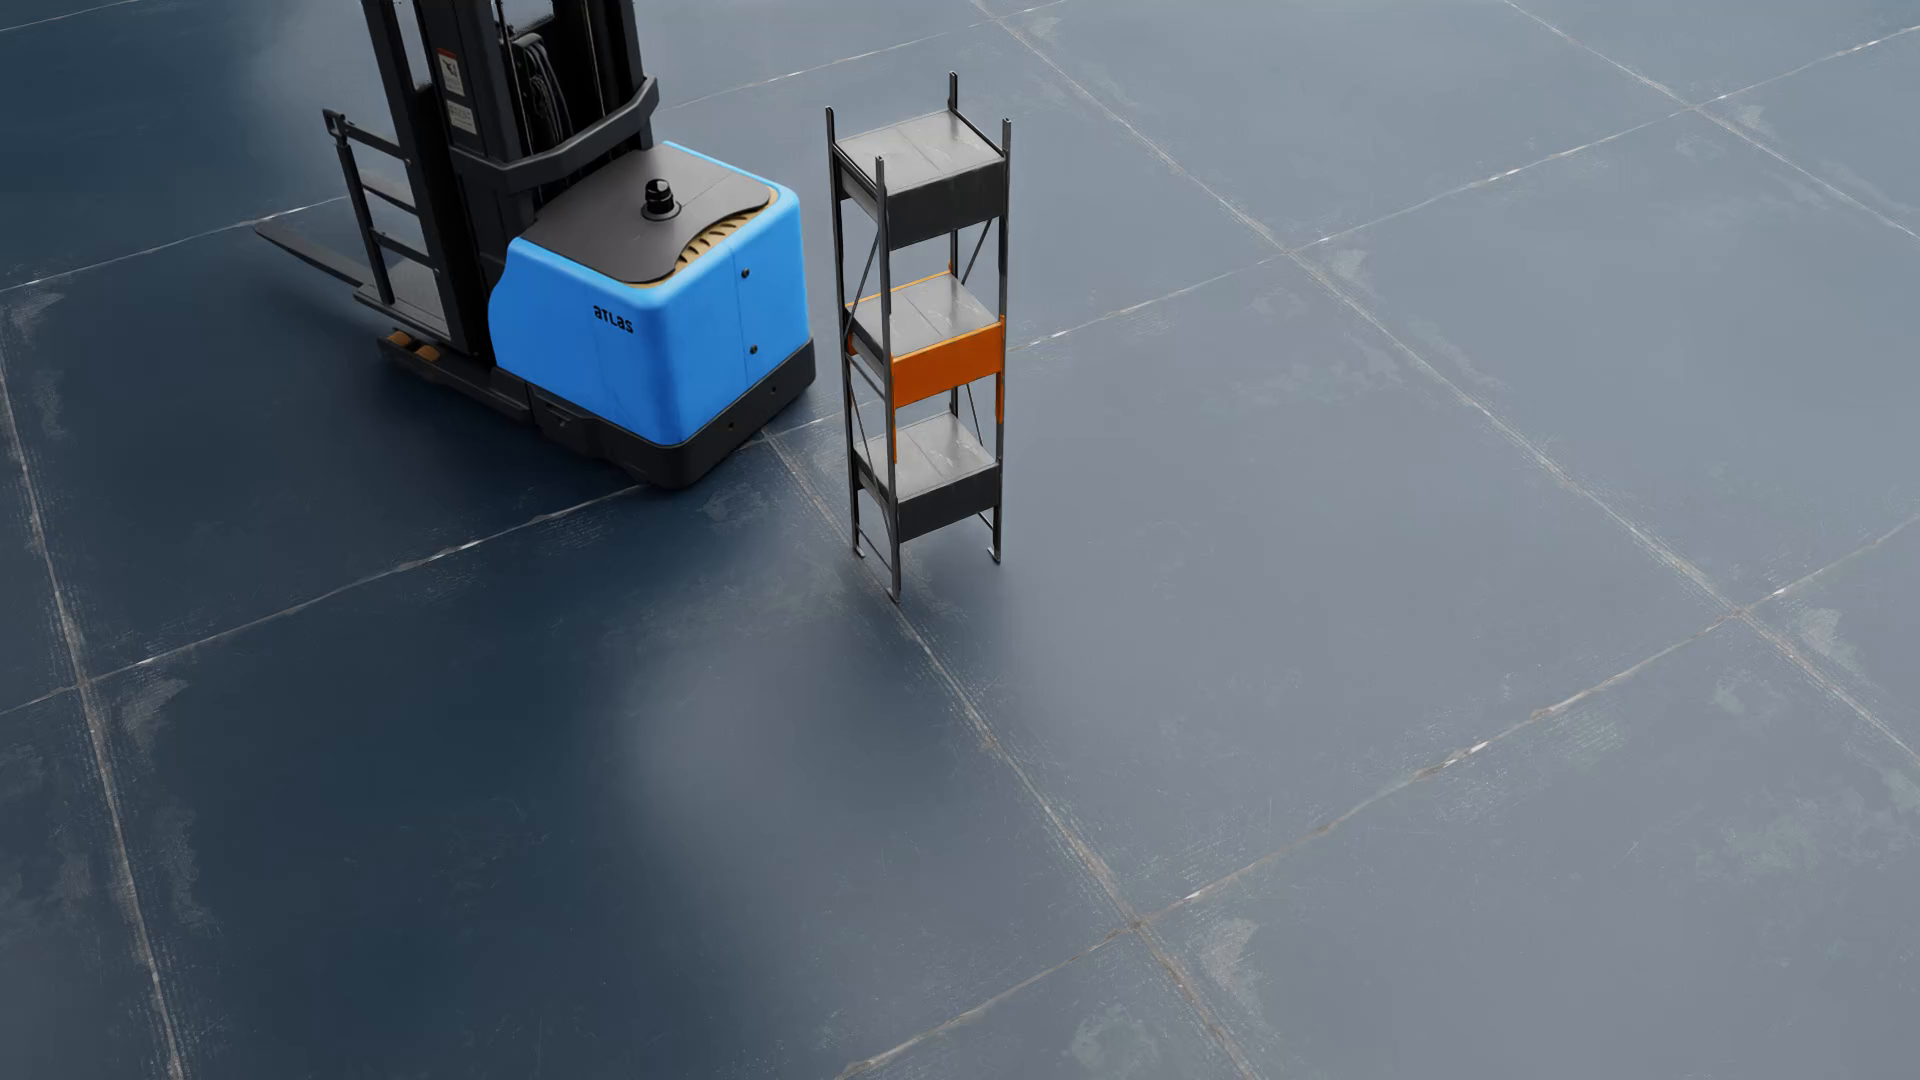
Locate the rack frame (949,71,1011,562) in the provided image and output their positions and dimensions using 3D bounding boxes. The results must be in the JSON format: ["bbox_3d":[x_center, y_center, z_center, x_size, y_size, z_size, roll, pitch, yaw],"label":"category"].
[{"bbox_3d":[0.068,-0.781,6.476,0.015,2.100,0.400,-22,48,-21],"label":"rack frame"}]

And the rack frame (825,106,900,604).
[{"bbox_3d":[-0.355,-0.611,6.302,0.015,2.100,0.400,-22,48,-21],"label":"rack frame"}]

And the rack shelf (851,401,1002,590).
[{"bbox_3d":[-0.144,-0.184,6.886,0.480,0.518,0.431,-22,48,-21],"label":"rack shelf"}]

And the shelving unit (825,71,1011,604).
[{"bbox_3d":[-0.144,-0.696,6.389,0.503,2.100,0.431,-22,48,-21],"label":"shelving unit"}]

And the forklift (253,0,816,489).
[{"bbox_3d":[-2.186,-2.092,7.230,3.031,2.935,1.130,25,50,24],"label":"forklift"}]

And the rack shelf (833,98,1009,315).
[{"bbox_3d":[-0.144,-1.189,5.911,0.480,0.518,0.431,-22,48,-21],"label":"rack shelf"}]

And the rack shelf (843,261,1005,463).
[{"bbox_3d":[-0.144,-0.686,6.398,0.480,0.518,0.431,-22,48,-21],"label":"rack shelf"}]
